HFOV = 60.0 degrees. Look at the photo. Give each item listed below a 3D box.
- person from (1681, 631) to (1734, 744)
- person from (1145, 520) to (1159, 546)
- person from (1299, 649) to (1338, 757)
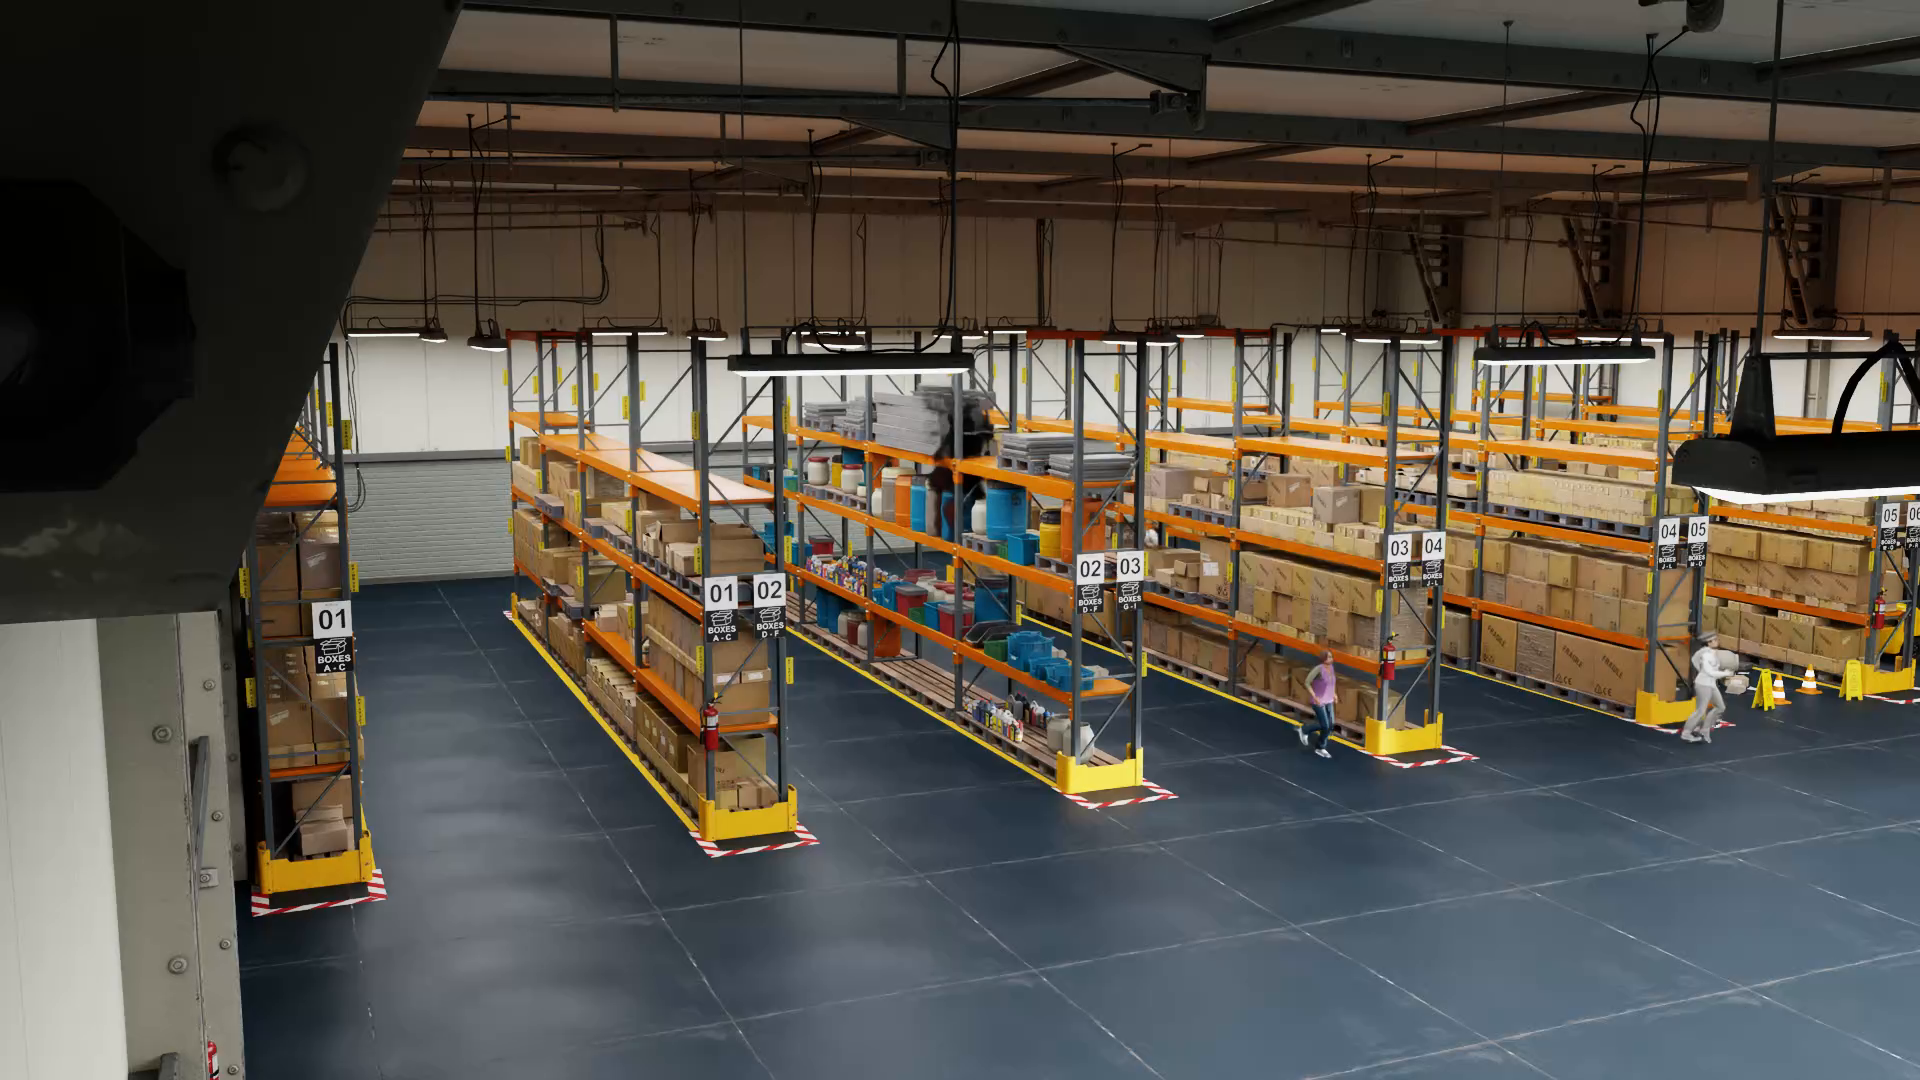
[{"bbox_3d":[11.053,2.182,24.547,0.658,1.727,0.632,5,9,30],"label":"person"},{"bbox_3d":[4.396,0.366,37.507,0.673,1.793,0.925,-3,8,-23],"label":"person"},{"bbox_3d":[5.148,2.333,23.923,0.584,1.585,0.516,-7,10,-40],"label":"person"}]
